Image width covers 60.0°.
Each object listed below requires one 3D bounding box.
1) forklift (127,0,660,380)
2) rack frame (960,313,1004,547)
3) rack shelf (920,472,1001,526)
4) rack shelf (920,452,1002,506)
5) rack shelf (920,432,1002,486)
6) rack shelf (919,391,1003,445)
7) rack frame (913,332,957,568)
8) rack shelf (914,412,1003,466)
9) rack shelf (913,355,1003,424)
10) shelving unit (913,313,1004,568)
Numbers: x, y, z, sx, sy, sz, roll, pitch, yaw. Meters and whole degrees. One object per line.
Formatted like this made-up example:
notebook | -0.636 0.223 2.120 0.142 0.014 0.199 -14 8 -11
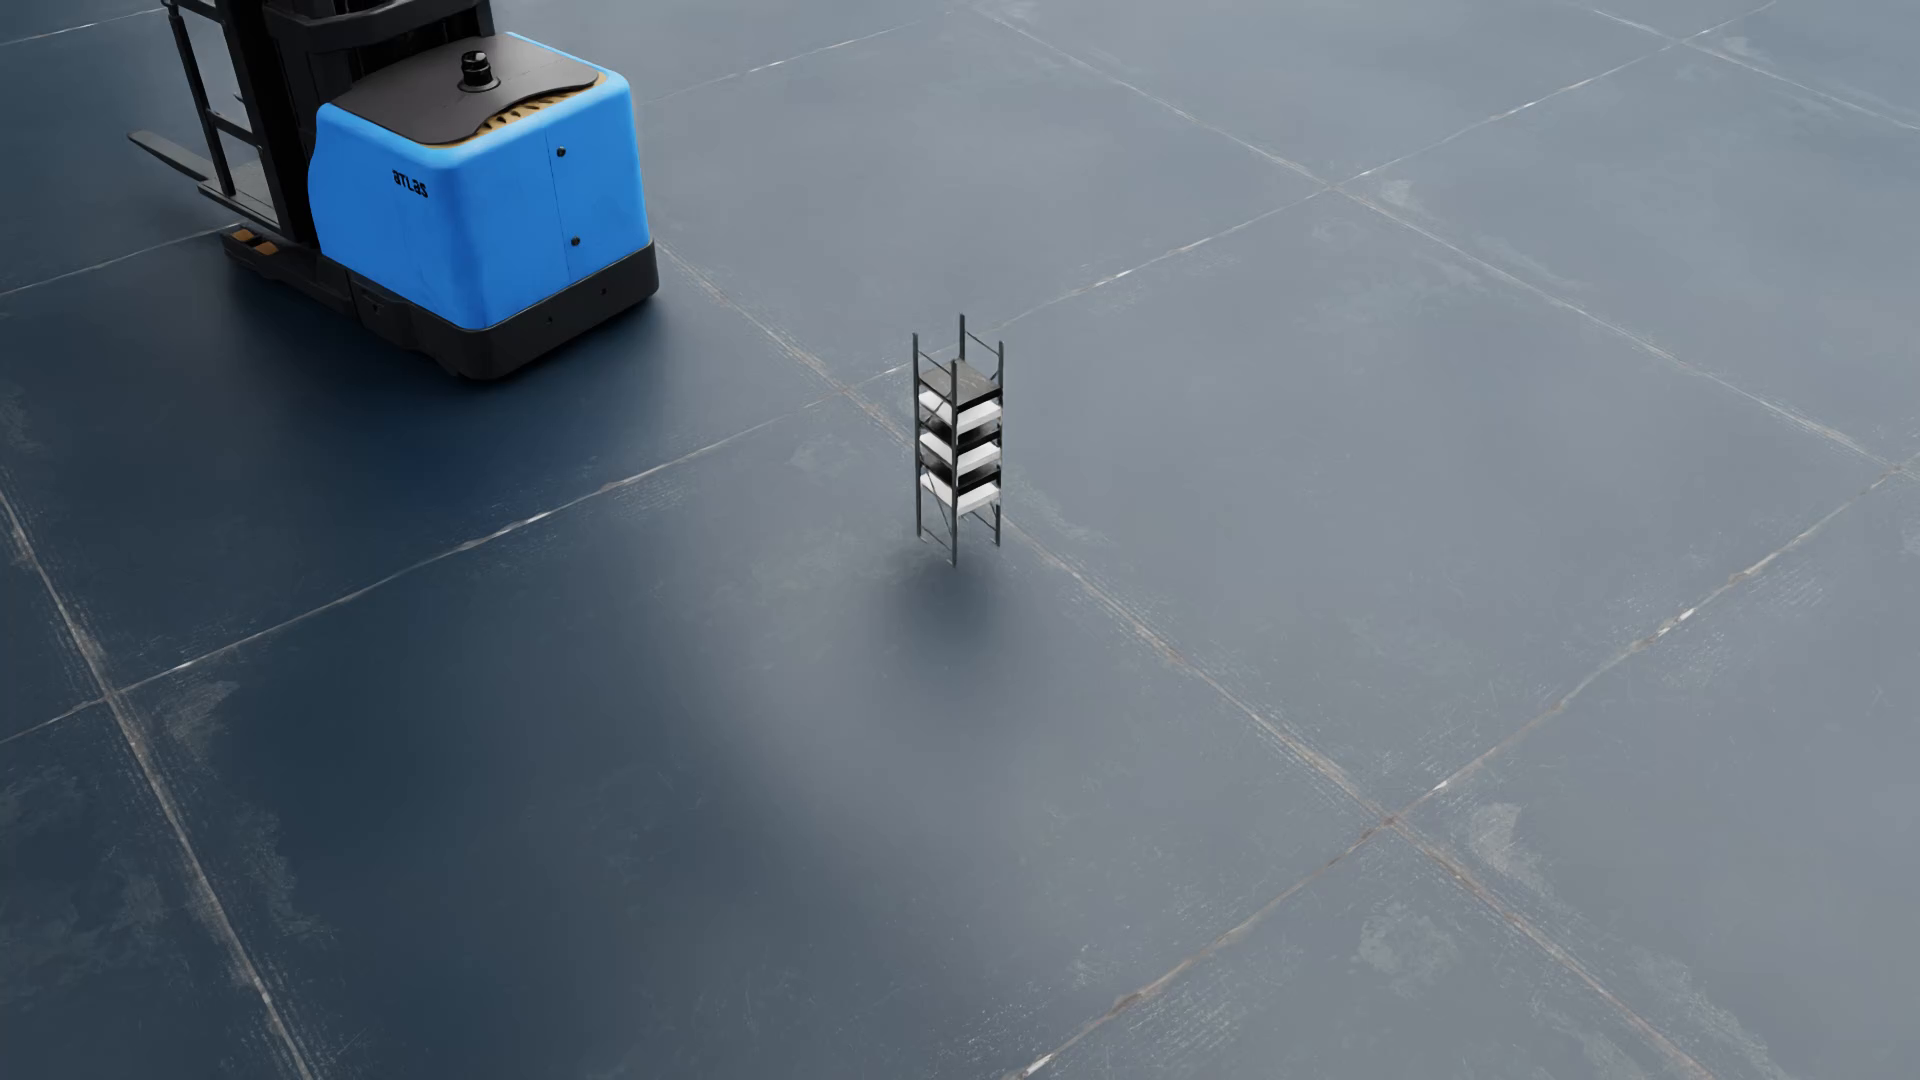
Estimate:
forklift | -2.826 -2.578 7.082 3.031 2.935 1.130 27 46 29
rack frame | 0.074 -0.384 6.009 0.006 0.900 0.240 -26 46 -28
rack shelf | -0.006 -0.180 6.096 0.200 0.077 0.258 -26 46 -28
rack shelf | -0.006 -0.249 6.039 0.200 0.077 0.258 -26 46 -28
rack shelf | -0.006 -0.319 5.982 0.200 0.077 0.258 -26 46 -28
rack shelf | -0.006 -0.458 5.868 0.200 0.077 0.258 -26 46 -28
rack frame | -0.087 -0.305 5.913 0.006 0.900 0.240 -26 46 -28
rack shelf | -0.006 -0.389 5.925 0.200 0.077 0.258 -26 46 -28
rack shelf | -0.006 -0.528 5.811 0.200 0.077 0.258 -26 46 -28
shelving unit | -0.006 -0.345 5.961 0.210 0.900 0.258 -26 46 -28
